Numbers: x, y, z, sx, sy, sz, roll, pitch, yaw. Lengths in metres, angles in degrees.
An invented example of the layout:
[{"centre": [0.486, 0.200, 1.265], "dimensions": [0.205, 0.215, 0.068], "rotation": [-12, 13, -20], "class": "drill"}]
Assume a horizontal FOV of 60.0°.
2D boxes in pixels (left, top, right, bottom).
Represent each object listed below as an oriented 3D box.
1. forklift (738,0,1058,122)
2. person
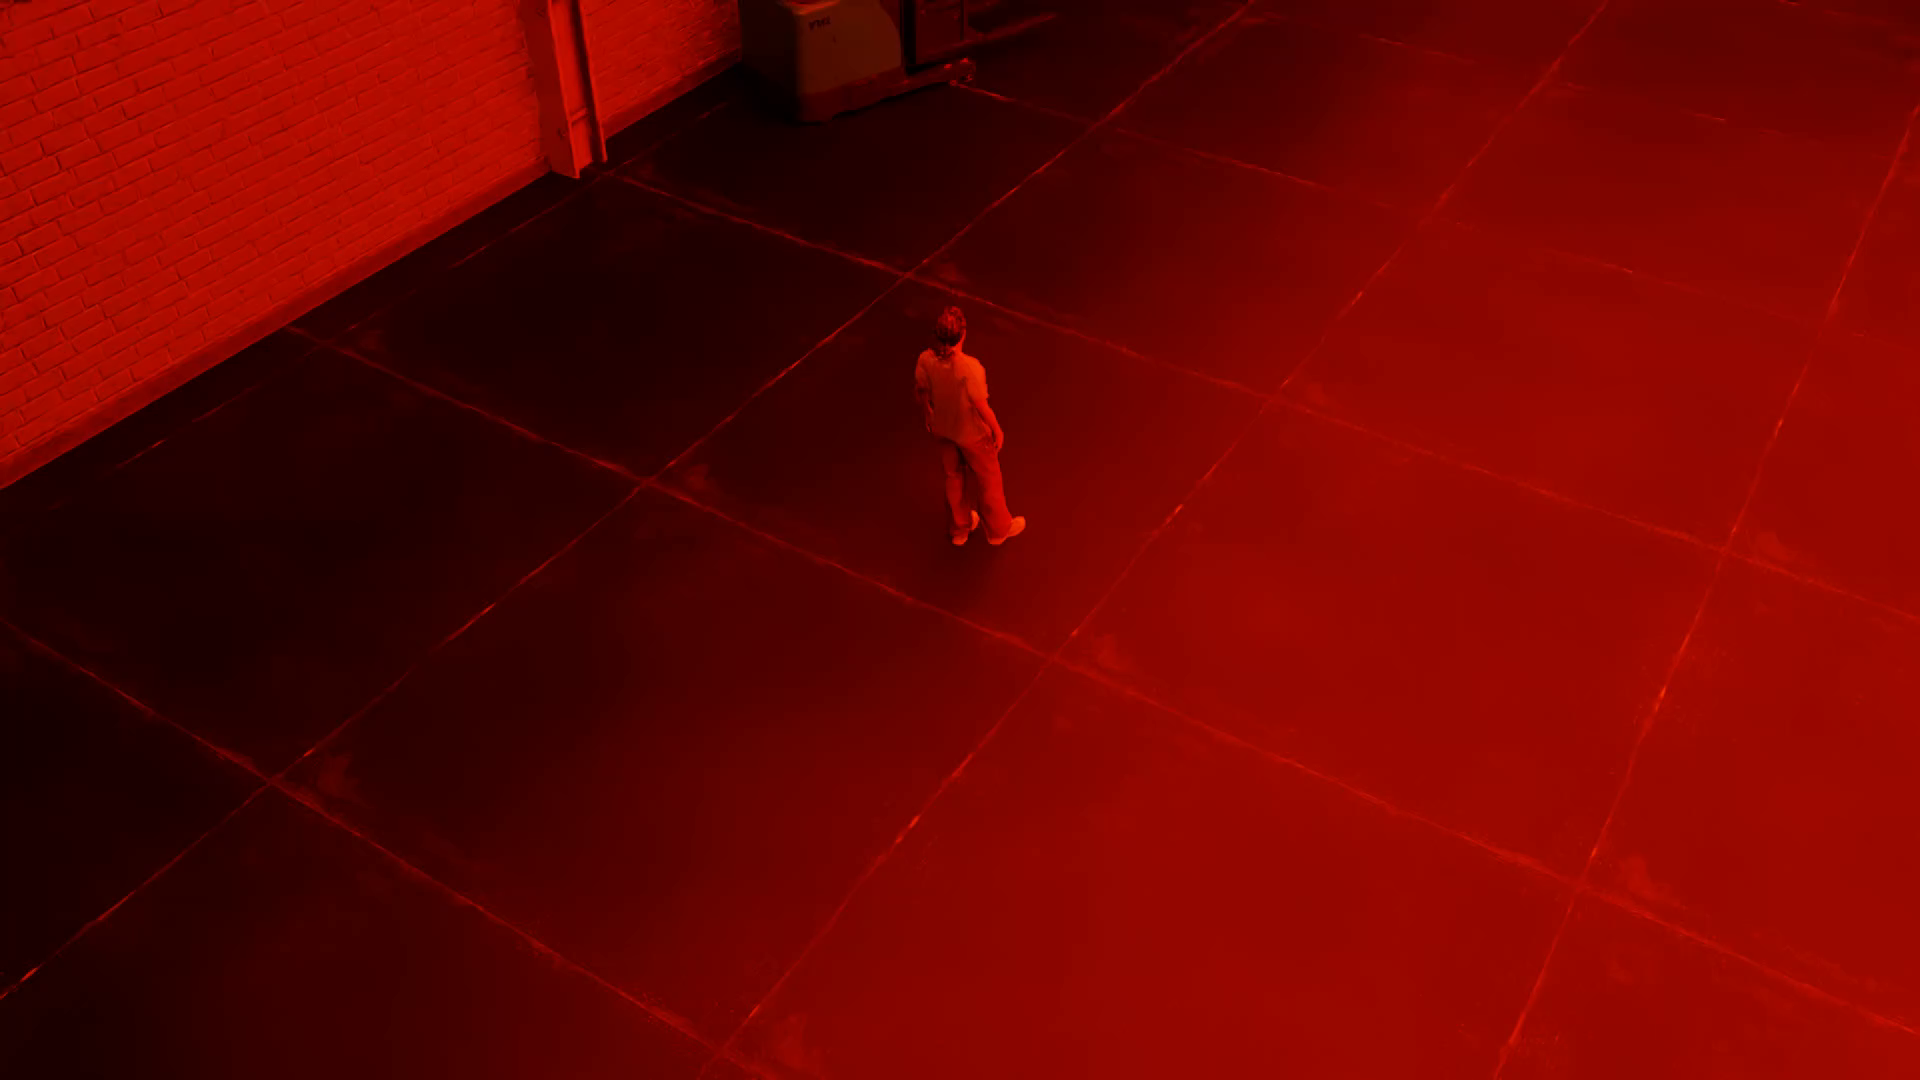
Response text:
[{"centre": [-0.469, -5.517, 14.478], "dimensions": [3.031, 2.935, 1.130], "rotation": [-26, 47, -28], "class": "forklift"}, {"centre": [0.049, -0.681, 9.731], "dimensions": [0.554, 1.674, 0.548], "rotation": [22, 45, 24], "class": "person"}]
